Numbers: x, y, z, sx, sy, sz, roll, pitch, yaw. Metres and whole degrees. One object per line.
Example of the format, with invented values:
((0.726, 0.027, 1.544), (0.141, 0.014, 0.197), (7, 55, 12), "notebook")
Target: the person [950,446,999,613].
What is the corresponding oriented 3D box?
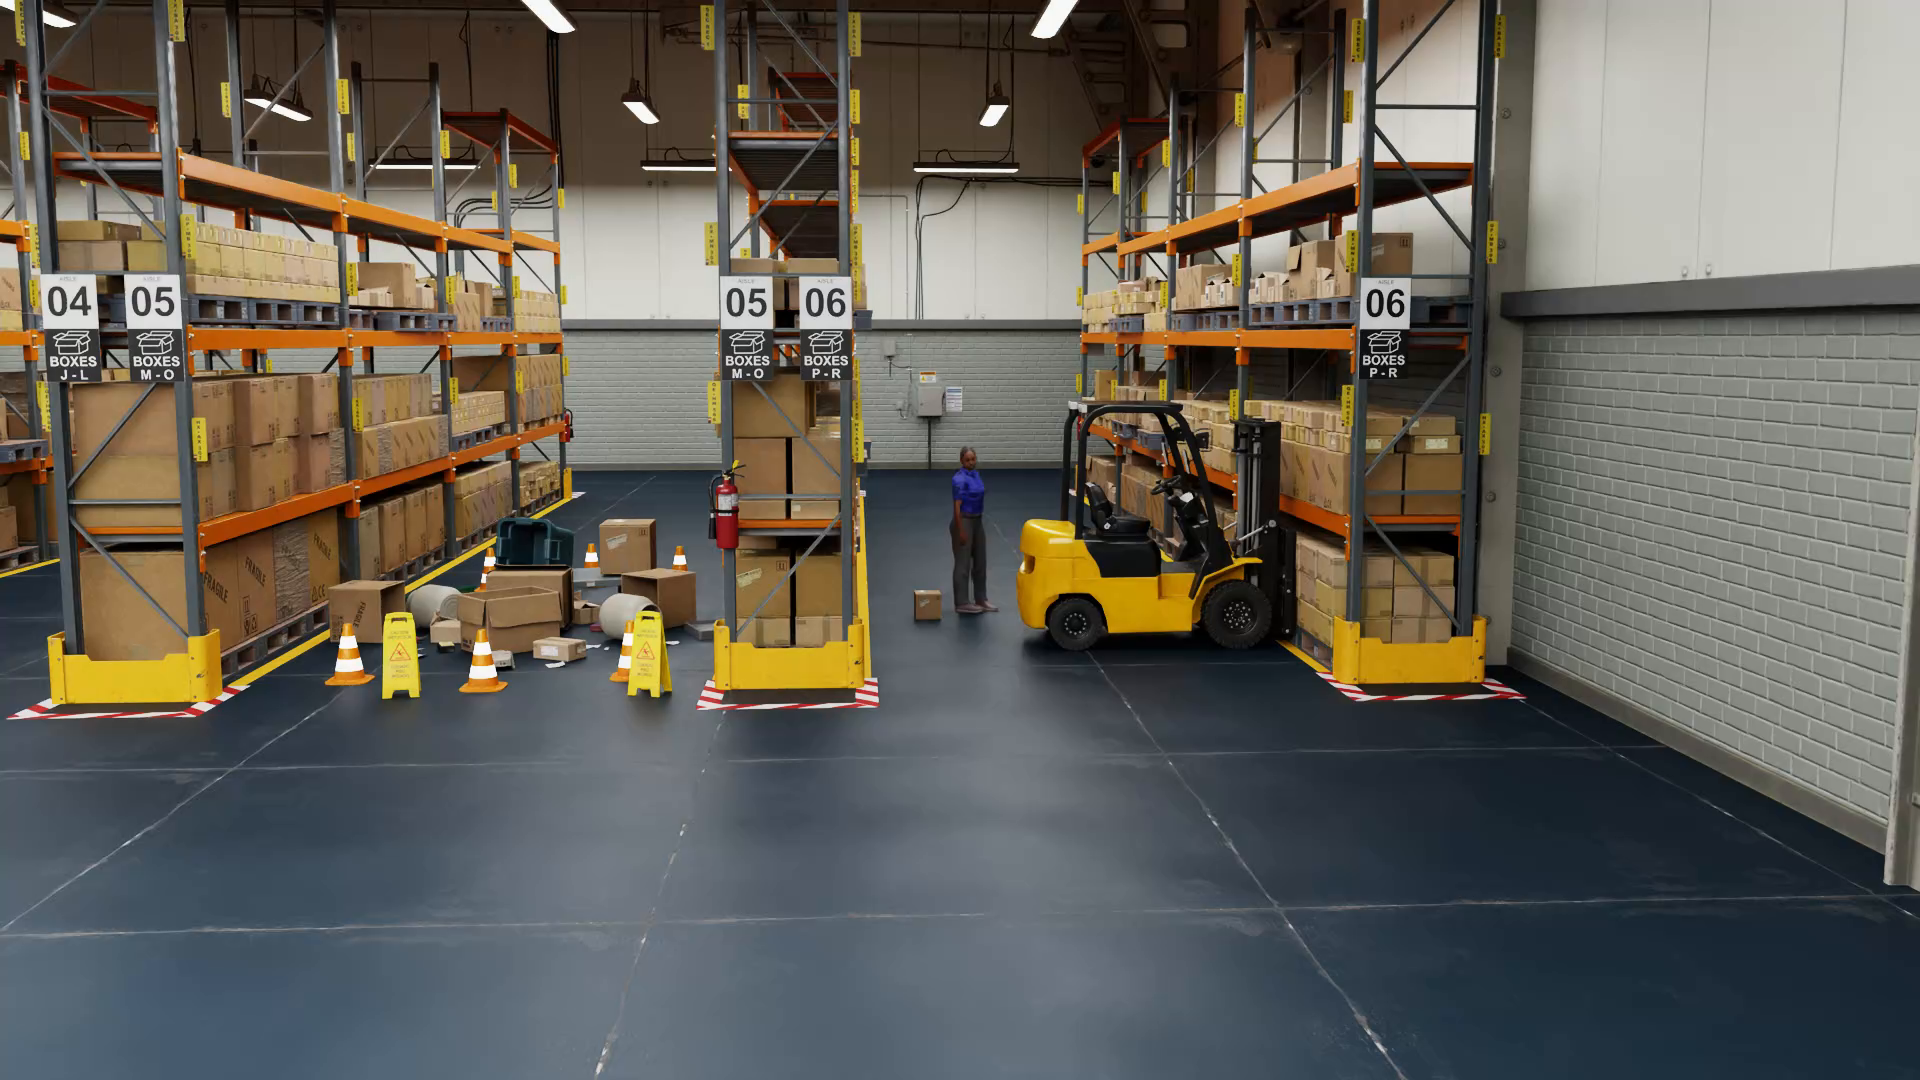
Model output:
((0.128, -0.102, 16.584), (0.413, 1.678, 0.496), (5, 8, 33), "person")
